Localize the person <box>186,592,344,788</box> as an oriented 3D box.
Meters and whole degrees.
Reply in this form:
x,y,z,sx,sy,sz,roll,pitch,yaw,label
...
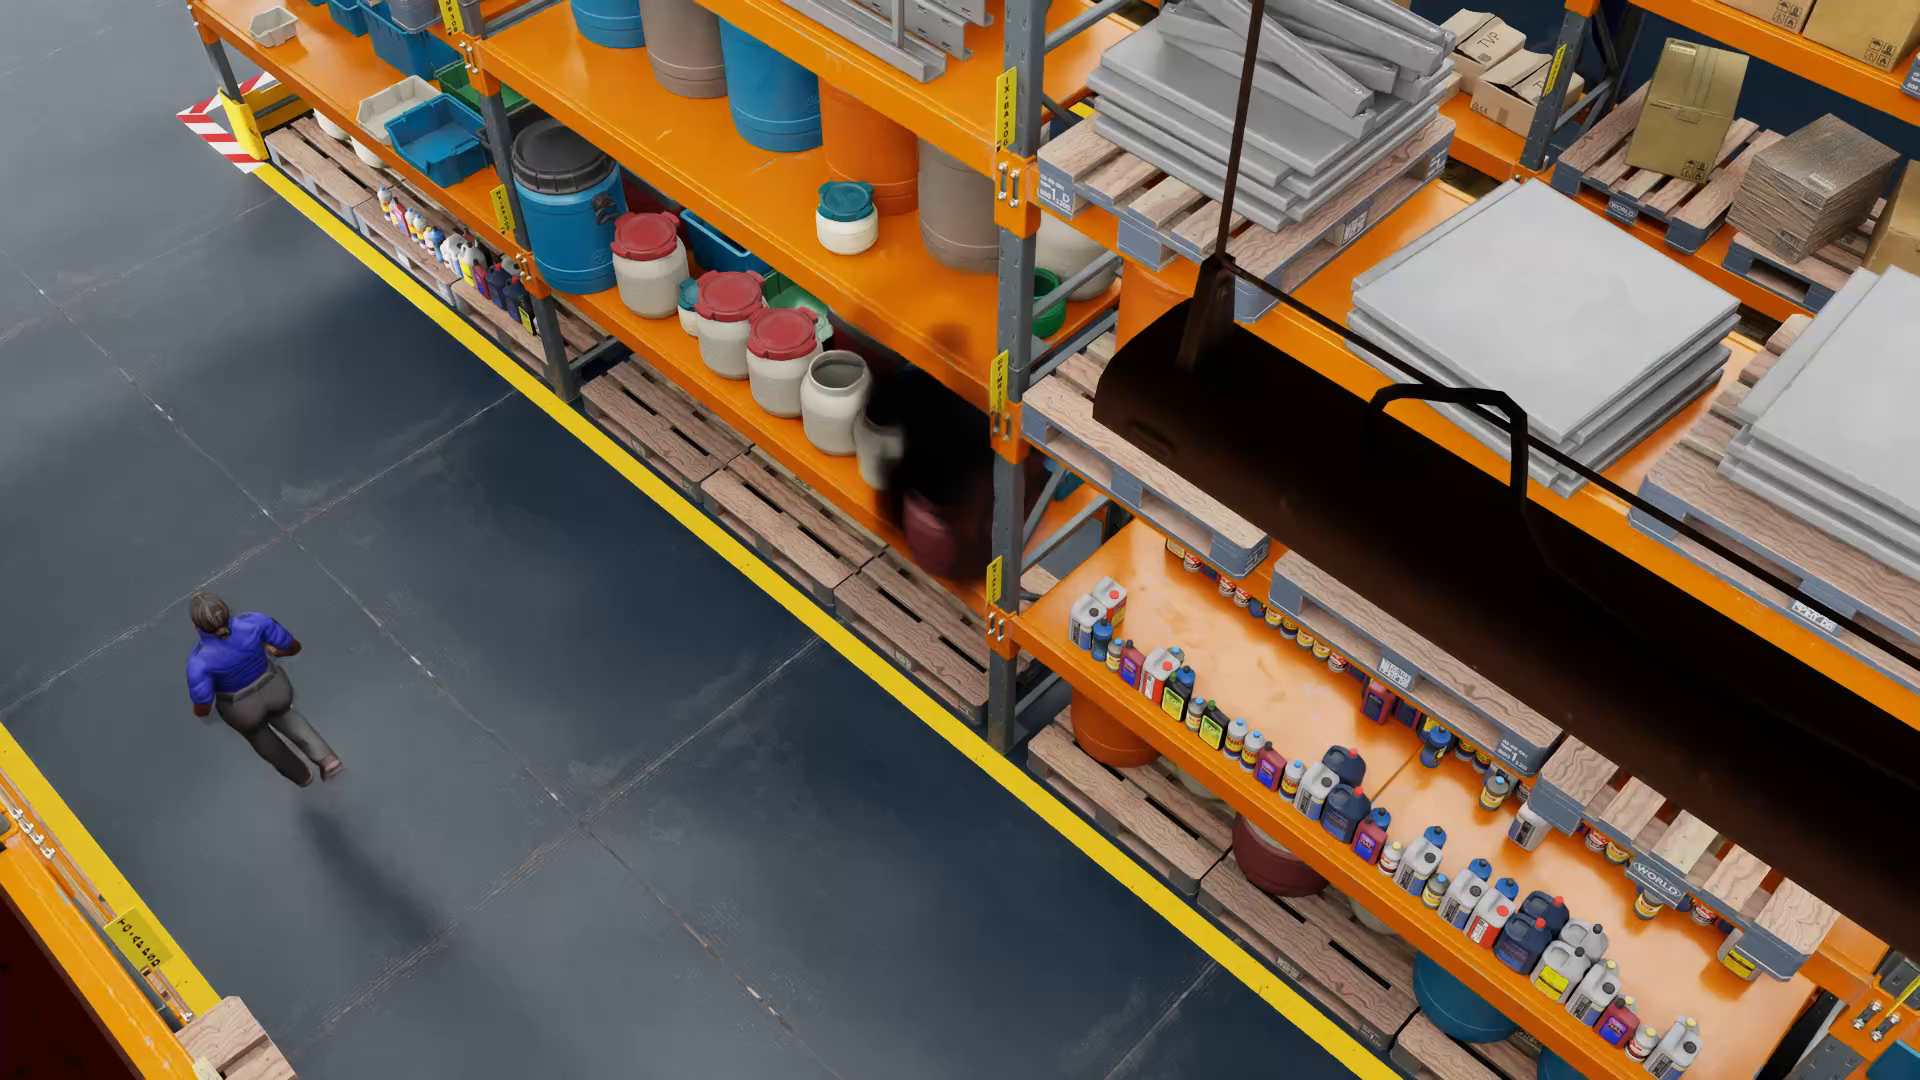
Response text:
x,y,z,sx,sy,sz,roll,pitch,yaw,label
-3.487,0.813,8.295,0.577,1.631,0.582,34,58,25,person

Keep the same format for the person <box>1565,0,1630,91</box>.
x,y,z,sx,sy,sz,roll,pitch,yaw,label
5.035,-4.234,12.879,0.732,1.713,0.577,22,53,17,person
